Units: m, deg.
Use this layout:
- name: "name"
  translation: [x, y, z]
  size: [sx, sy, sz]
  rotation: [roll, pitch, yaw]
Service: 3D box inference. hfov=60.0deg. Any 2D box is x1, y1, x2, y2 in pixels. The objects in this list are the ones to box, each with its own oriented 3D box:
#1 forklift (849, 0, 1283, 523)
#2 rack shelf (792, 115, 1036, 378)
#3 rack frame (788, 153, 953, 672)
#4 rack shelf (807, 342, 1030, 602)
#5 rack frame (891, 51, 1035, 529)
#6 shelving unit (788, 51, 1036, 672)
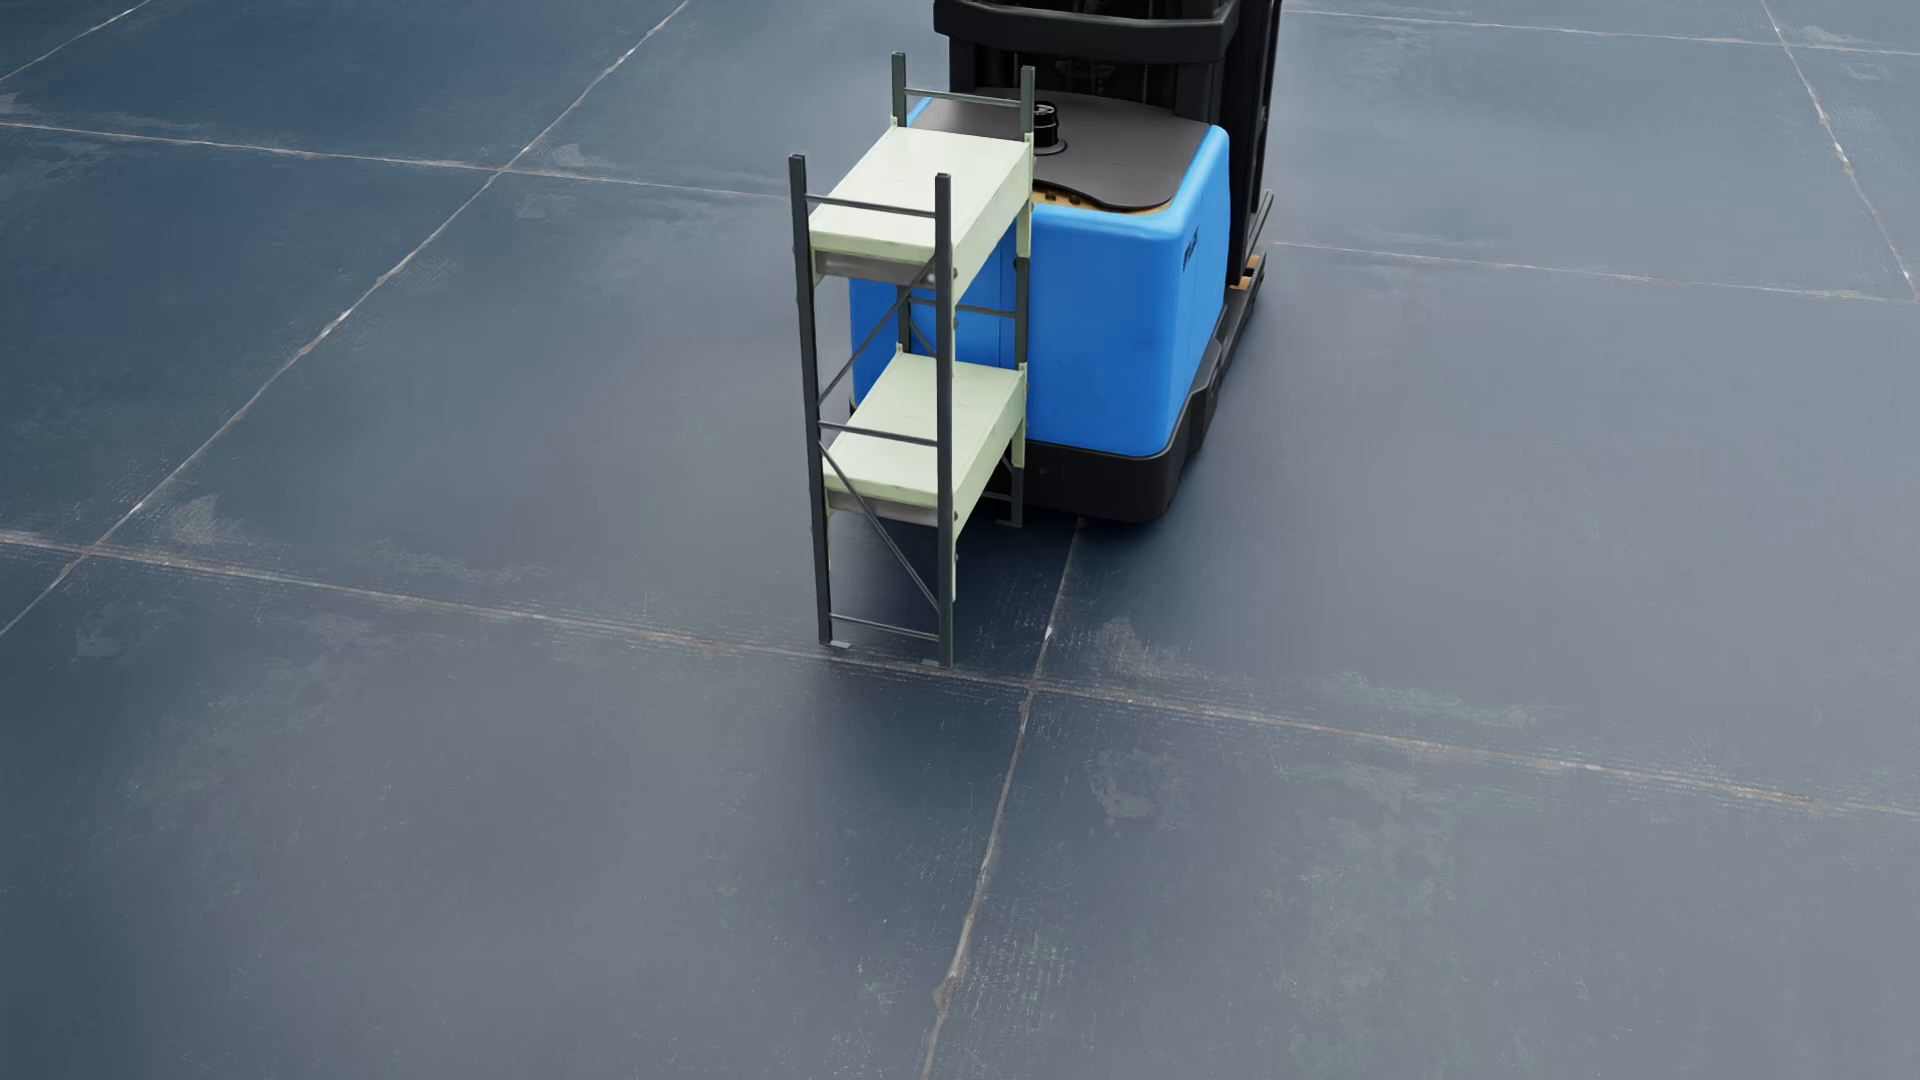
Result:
- name: "forklift"
  translation: [0.575, -2.103, 5.655]
  size: [1.130, 2.935, 3.031]
  rotation: [11, 37, 14]
- name: "rack shelf"
  translation: [-0.103, -0.795, 4.404]
  size: [0.431, 0.370, 0.720]
  rotation: [11, 37, 14]
- name: "rack frame"
  translation: [-0.214, -0.274, 4.350]
  size: [0.400, 1.500, 0.023]
  rotation: [11, 37, 14]
- name: "rack shelf"
  translation: [-0.103, -0.215, 4.824]
  size: [0.431, 0.370, 0.720]
  rotation: [11, 37, 14]
- name: "rack frame"
  translation: [0.007, -0.683, 4.915]
  size: [0.400, 1.500, 0.023]
  rotation: [11, 37, 14]
- name: "shelving unit"
  translation: [-0.103, -0.479, 4.633]
  size: [0.431, 1.500, 0.755]
  rotation: [11, 37, 14]
